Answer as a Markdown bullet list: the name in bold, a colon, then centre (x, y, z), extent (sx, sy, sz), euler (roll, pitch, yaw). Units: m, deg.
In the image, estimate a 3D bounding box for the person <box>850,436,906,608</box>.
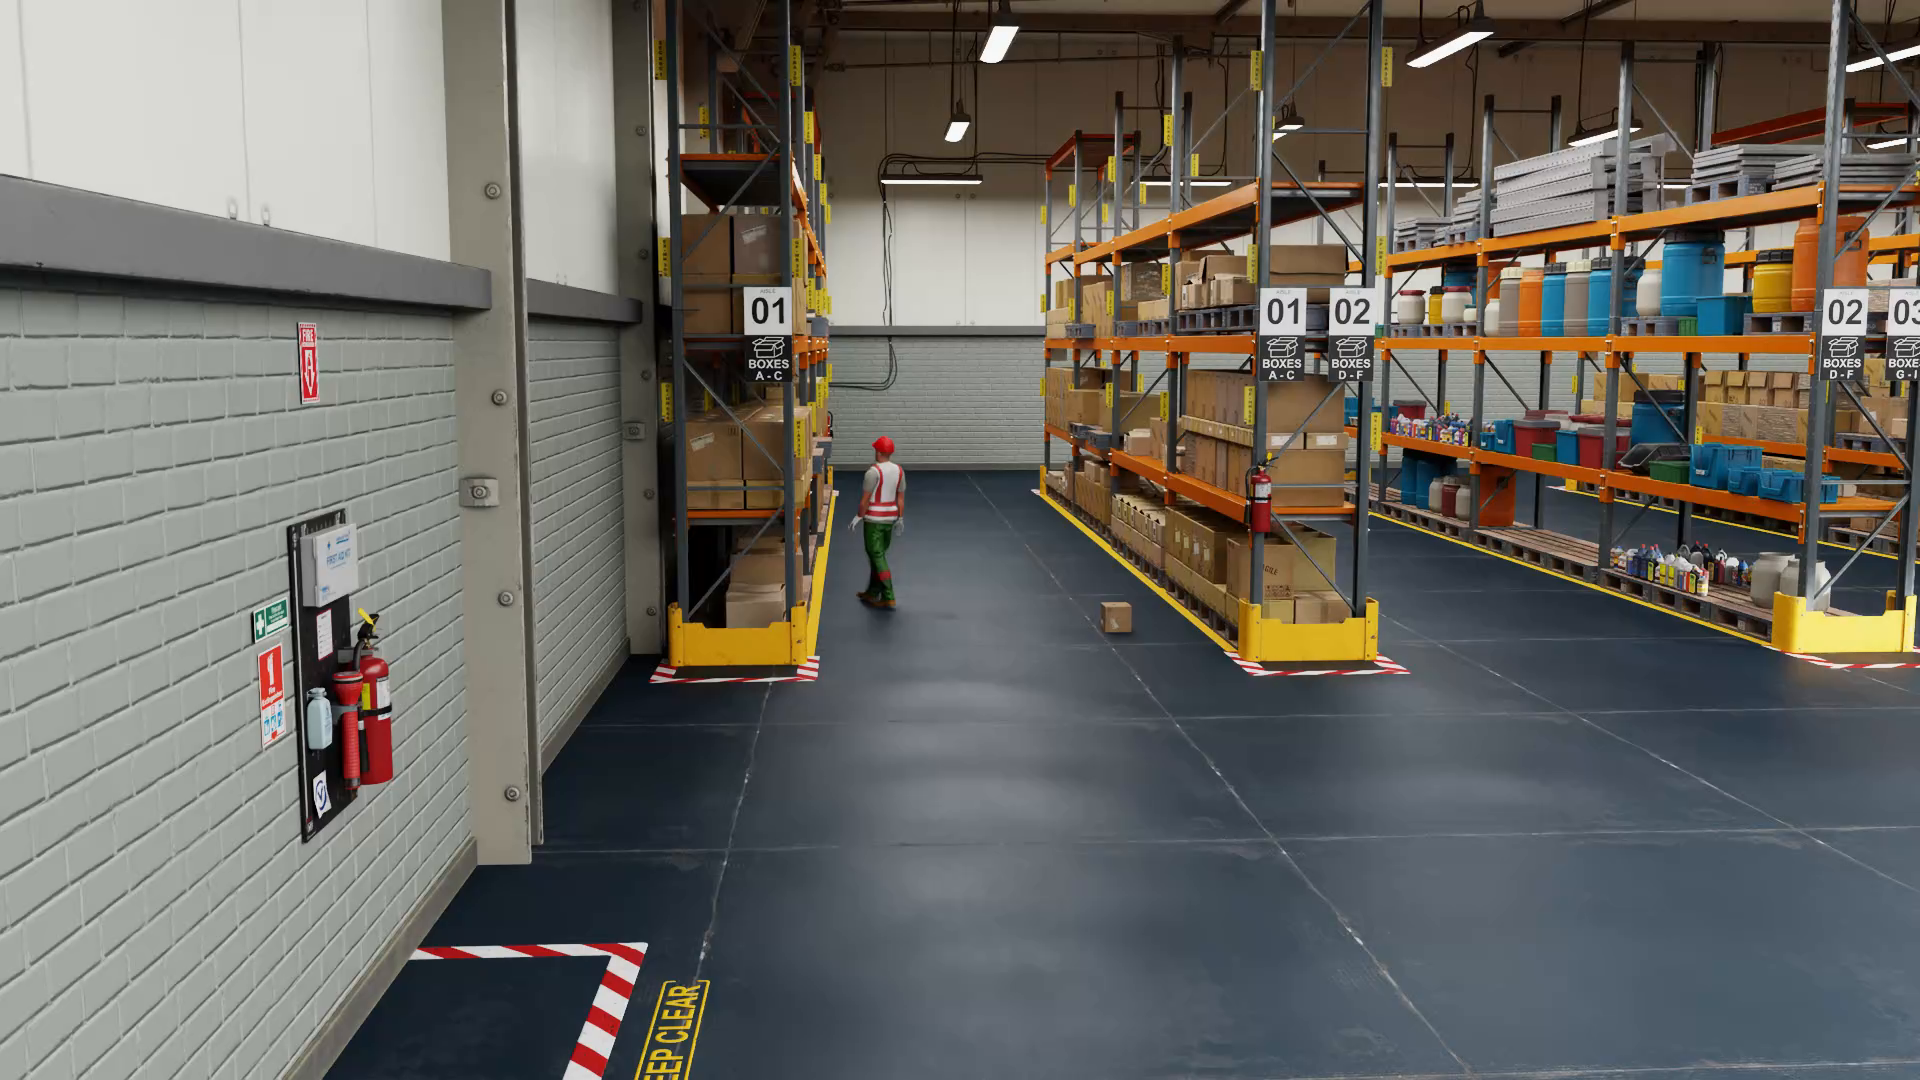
- **person**: centre (-0.901, -0.202, 17.432), extent (0.749, 1.779, 0.544), euler (6, 9, 42)
